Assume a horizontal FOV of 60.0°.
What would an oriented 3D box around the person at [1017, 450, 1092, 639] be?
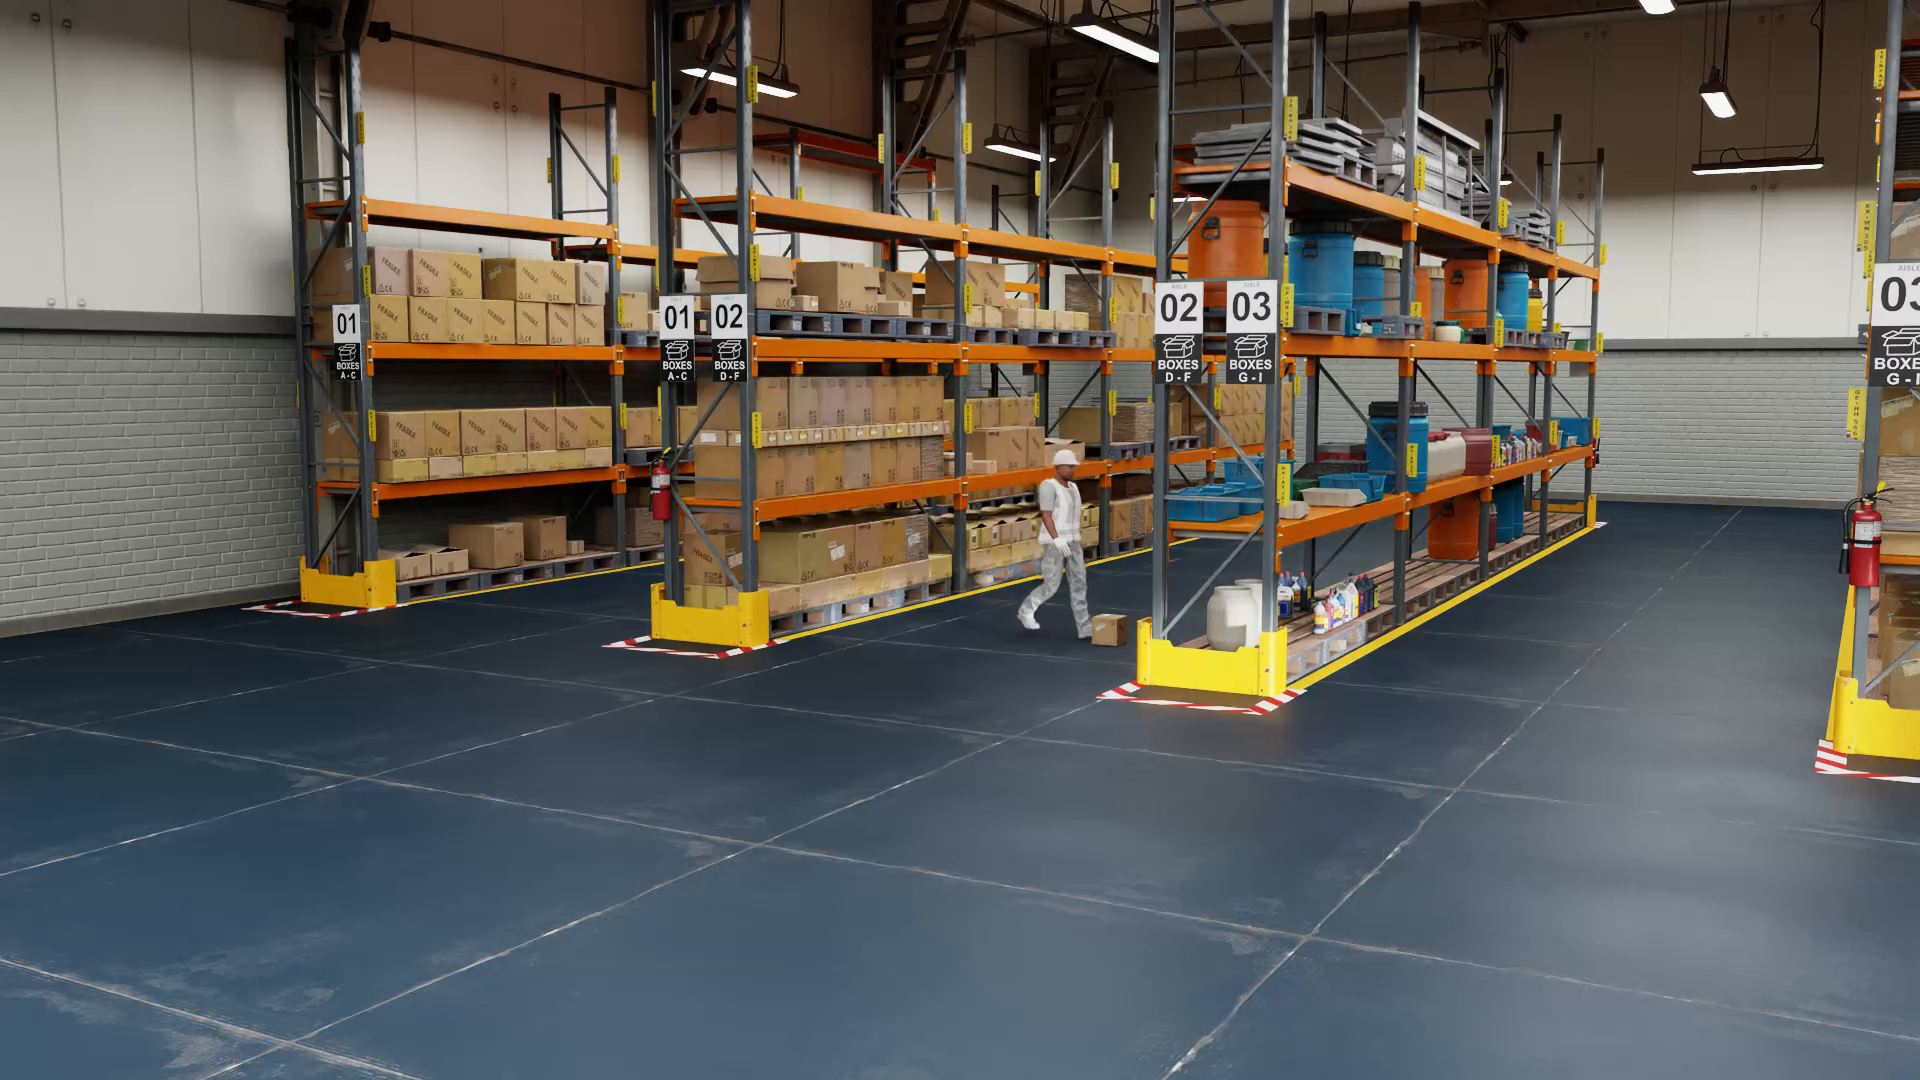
[{"bbox_3d":[0.952,0.041,15.573,0.887,1.773,0.554,5,8,41],"label":"person"}]
